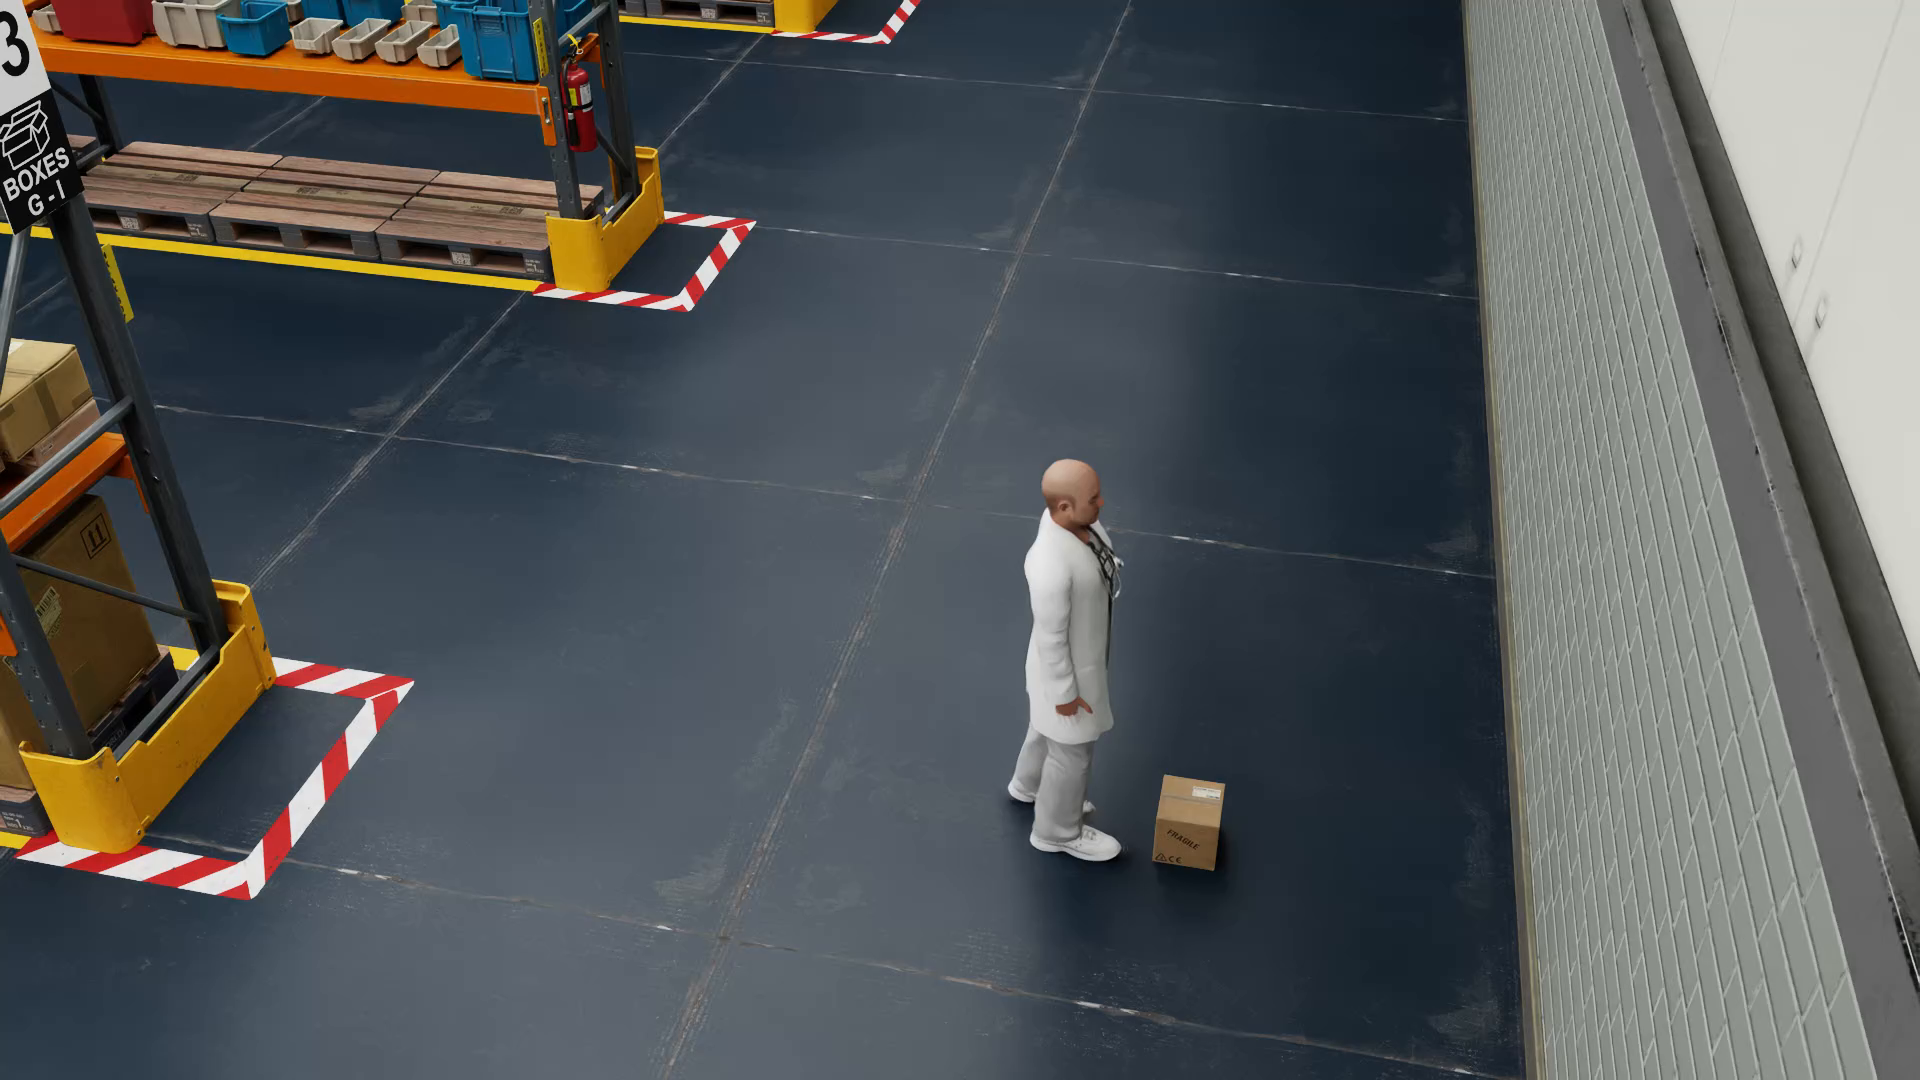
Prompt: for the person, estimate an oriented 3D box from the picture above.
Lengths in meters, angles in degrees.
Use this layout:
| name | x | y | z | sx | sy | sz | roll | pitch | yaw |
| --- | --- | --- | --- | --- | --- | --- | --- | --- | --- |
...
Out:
| name | x | y | z | sx | sy | sz | roll | pitch | yaw |
| --- | --- | --- | --- | --- | --- | --- | --- | --- | --- |
| person | 0.427 | 0.468 | 6.362 | 0.519 | 1.811 | 0.574 | 8 | 37 | 11 |
